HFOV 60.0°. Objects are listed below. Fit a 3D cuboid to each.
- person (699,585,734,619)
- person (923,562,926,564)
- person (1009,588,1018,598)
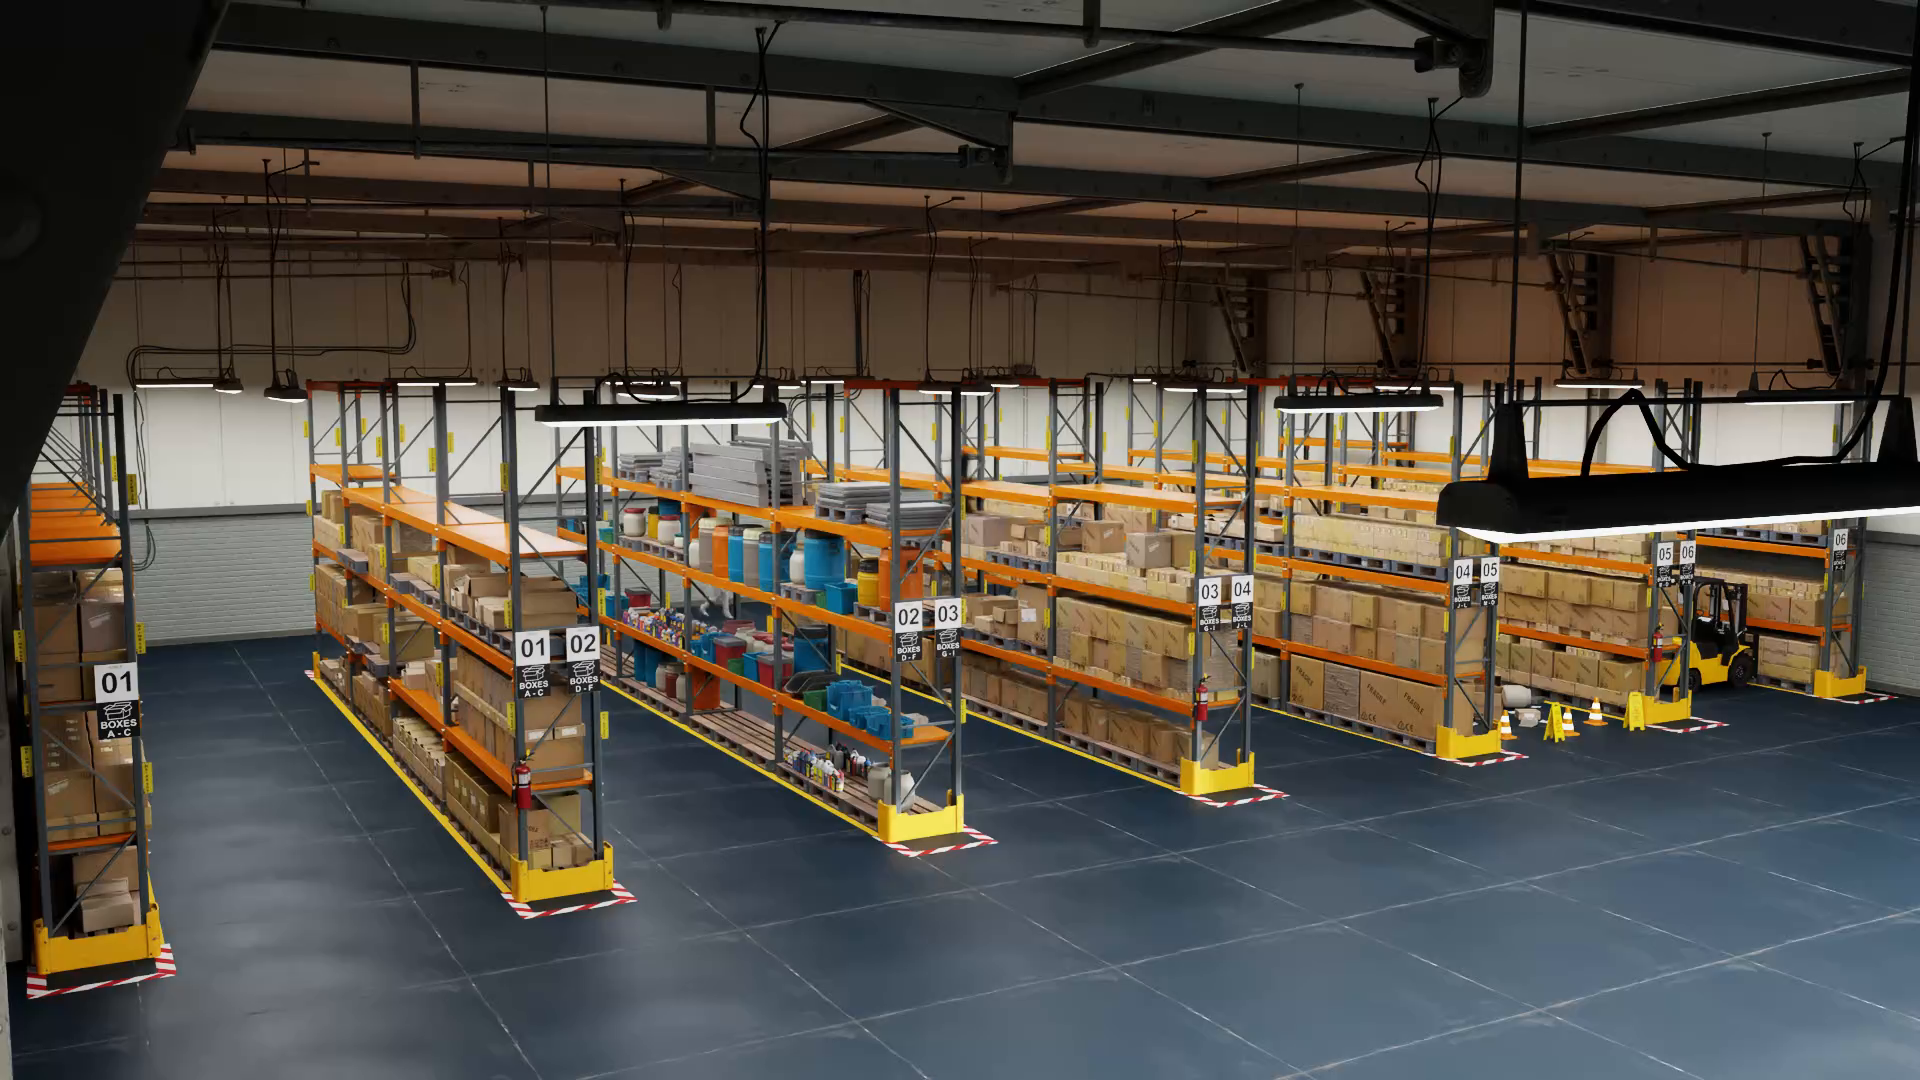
[{"bbox_3d":[-6.010,1.080,41.141,0.915,1.775,0.716,1,6,6],"label":"person"},{"bbox_3d":[-1.044,1.109,41.291,0.553,1.646,0.642,-1,6,-11],"label":"person"},{"bbox_3d":[1.591,1.083,41.892,0.853,1.666,0.544,2,6,17],"label":"person"}]
